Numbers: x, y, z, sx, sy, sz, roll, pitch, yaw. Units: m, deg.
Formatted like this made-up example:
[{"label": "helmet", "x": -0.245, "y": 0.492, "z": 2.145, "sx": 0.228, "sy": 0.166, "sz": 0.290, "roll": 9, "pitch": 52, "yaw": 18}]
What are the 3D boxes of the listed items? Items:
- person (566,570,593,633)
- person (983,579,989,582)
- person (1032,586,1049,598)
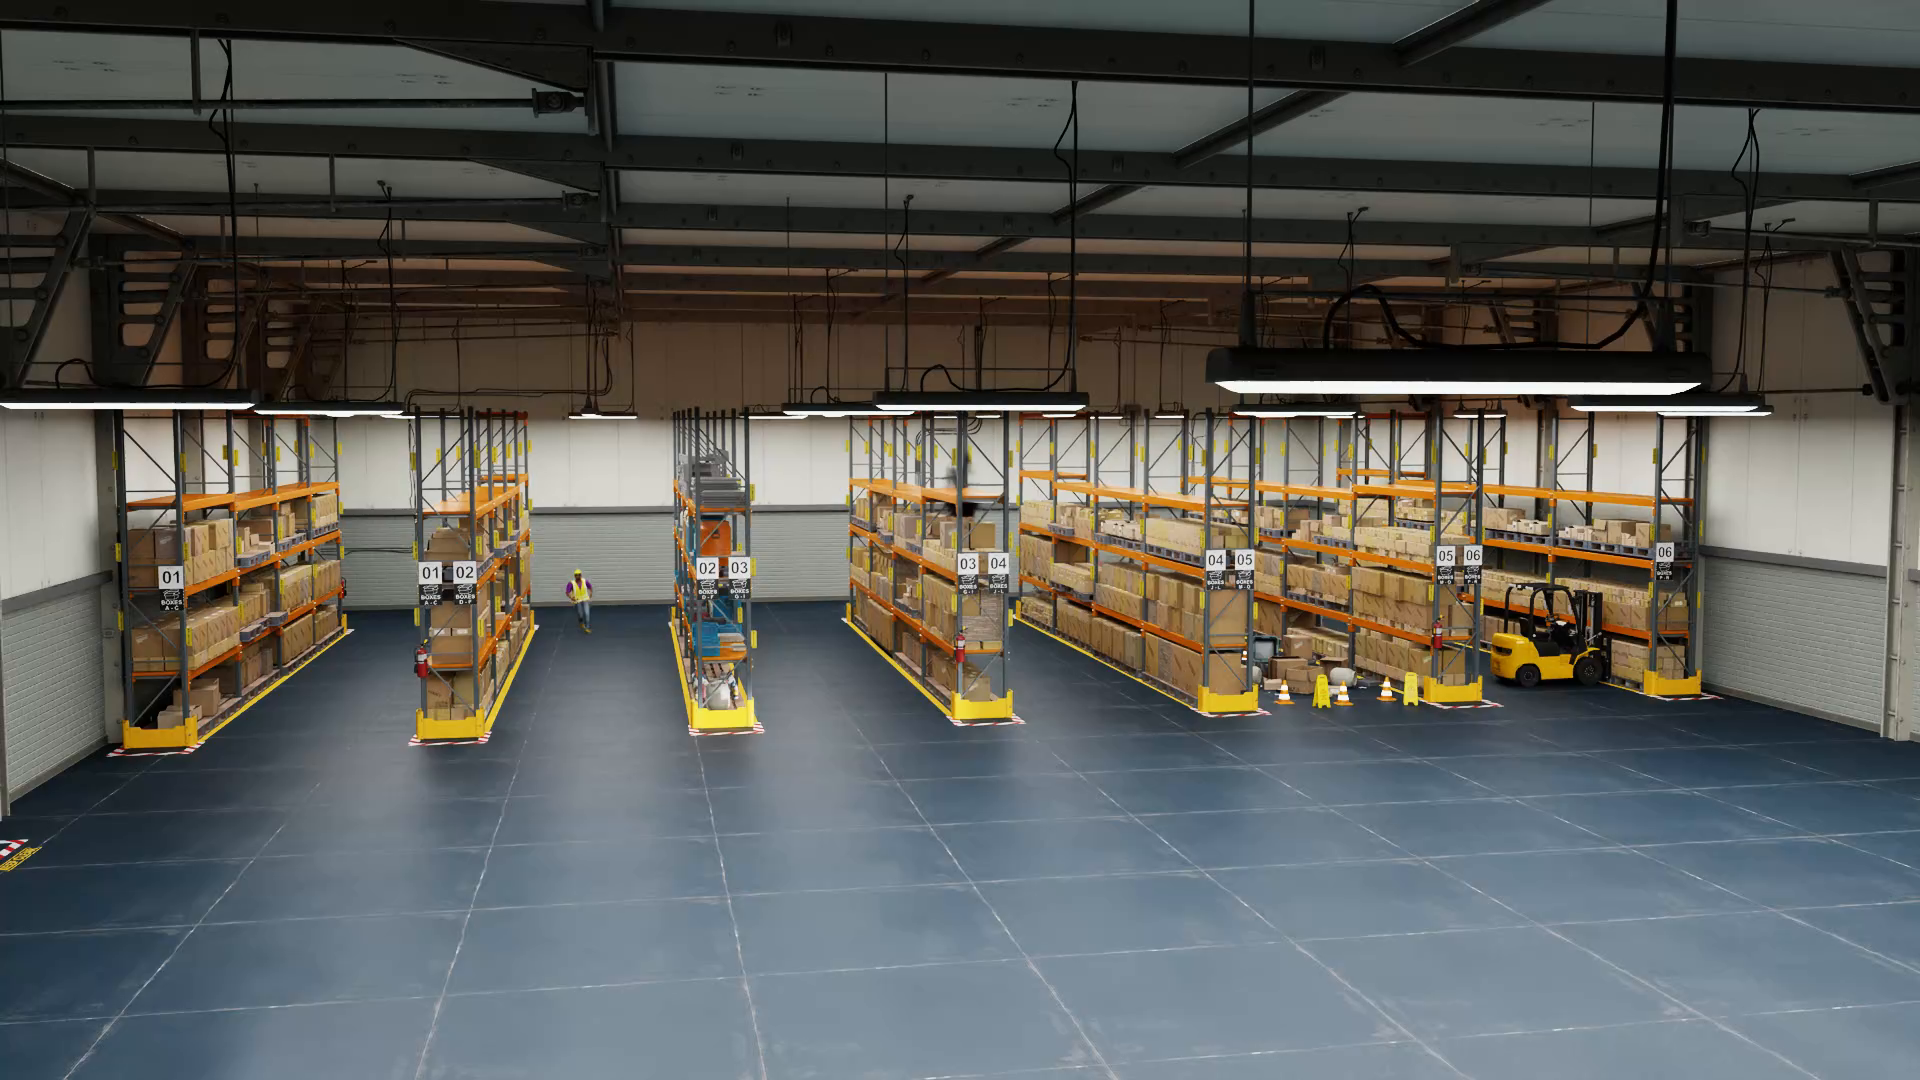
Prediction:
[{"label": "person", "x": -10.335, "y": 1.666, "z": 45.239, "sx": 0.736, "sy": 1.711, "sz": 0.642, "roll": -2, "pitch": 4, "yaw": -25}, {"label": "person", "x": 0.483, "y": 1.525, "z": 48.011, "sx": 0.763, "sy": 1.610, "sz": 0.619, "roll": 1, "pitch": 4, "yaw": 8}, {"label": "person", "x": 2.533, "y": 1.342, "z": 50.003, "sx": 0.720, "sy": 1.786, "sz": 0.647, "roll": -1, "pitch": 4, "yaw": -14}]
